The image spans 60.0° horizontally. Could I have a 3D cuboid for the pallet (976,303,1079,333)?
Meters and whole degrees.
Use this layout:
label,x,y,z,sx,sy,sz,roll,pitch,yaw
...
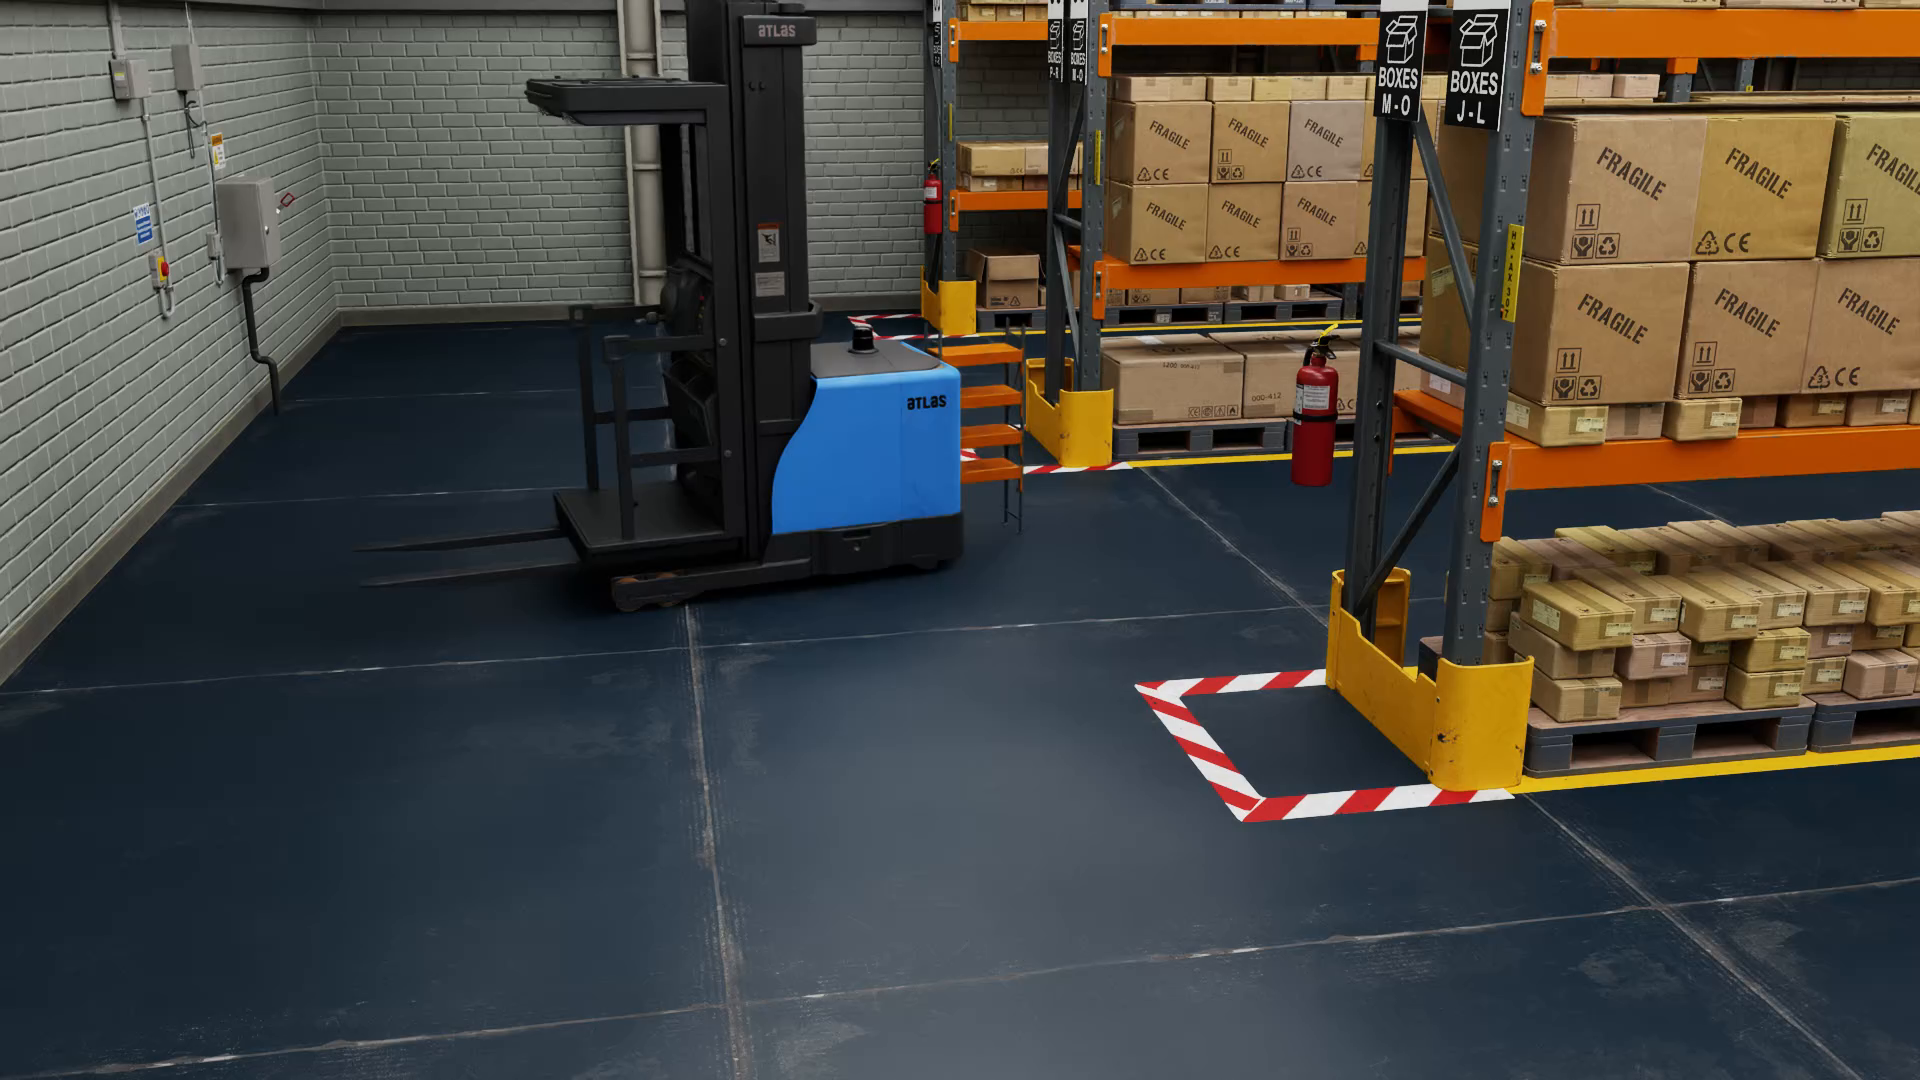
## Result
label,x,y,z,sx,sy,sz,roll,pitch,yaw
pallet,0.665,-2.227,16.204,1.213,0.211,1.003,-3,17,-10

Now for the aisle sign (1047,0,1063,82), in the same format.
label,x,y,z,sx,sy,sz,roll,pitch,yaw
aisle sign,0.624,-3.409,10.873,0.004,0.787,0.394,-3,17,-10

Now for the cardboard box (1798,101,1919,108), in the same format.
label,x,y,z,sx,sy,sz,roll,pitch,yaw
cardboard box,3.718,-1.515,6.754,0.500,0.500,0.500,-4,17,-12

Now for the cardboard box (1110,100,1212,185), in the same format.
label,x,y,z,sx,sy,sz,roll,pitch,yaw
cardboard box,1.278,-2.551,10.635,0.500,0.500,0.500,-4,17,-12

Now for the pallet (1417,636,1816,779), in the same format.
label,x,y,z,sx,sy,sz,roll,pitch,yaw
pallet,2.670,0.634,6.887,1.213,0.211,1.003,-3,17,-10

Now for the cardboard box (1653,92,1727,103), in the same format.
label,x,y,z,sx,sy,sz,roll,pitch,yaw
cardboard box,5.071,-2.926,11.858,0.500,0.500,0.500,-3,17,-9

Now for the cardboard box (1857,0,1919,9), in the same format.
label,x,y,z,sx,sy,sz,roll,pitch,yaw
cardboard box,3.302,-2.033,5.969,0.500,0.250,0.500,-4,17,-12

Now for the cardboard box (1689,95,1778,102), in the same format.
label,x,y,z,sx,sy,sz,roll,pitch,yaw
cardboard box,5.167,-2.771,11.351,0.500,0.500,0.500,-3,17,-10

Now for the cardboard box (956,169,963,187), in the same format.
label,x,y,z,sx,sy,sz,roll,pitch,yaw
cardboard box,0.082,-3.487,15.984,0.250,0.149,0.380,-3,17,-11

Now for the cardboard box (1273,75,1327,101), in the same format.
label,x,y,z,sx,sy,sz,roll,pitch,yaw
cardboard box,2.178,-2.923,10.740,0.250,0.149,0.380,-3,17,-10

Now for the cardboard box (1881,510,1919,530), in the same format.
label,x,y,z,sx,sy,sz,roll,pitch,yaw
cardboard box,4.303,-0.007,7.352,0.250,0.149,0.380,-3,17,-9

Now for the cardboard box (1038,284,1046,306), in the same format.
label,x,y,z,sx,sy,sz,roll,pitch,yaw
cardboard box,0.851,-2.368,16.054,0.250,0.149,0.380,-4,18,-13

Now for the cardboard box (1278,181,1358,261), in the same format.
label,x,y,z,sx,sy,sz,roll,pitch,yaw
cardboard box,2.273,-2.132,10.973,0.500,0.500,0.500,-3,17,-11

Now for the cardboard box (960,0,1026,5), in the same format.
label,x,y,z,sx,sy,sz,roll,pitch,yaw
cardboard box,0.295,-4.962,14.997,0.500,0.250,0.500,-3,17,-11

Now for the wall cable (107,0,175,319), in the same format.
label,x,y,z,sx,sy,sz,roll,pitch,yaw
wall cable,-4.779,-2.260,9.779,0.123,1.953,0.585,-3,17,-10

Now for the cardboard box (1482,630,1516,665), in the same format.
label,x,y,z,sx,sy,sz,roll,pitch,yaw
cardboard box,2.269,0.413,6.997,0.250,0.149,0.380,-3,17,-10

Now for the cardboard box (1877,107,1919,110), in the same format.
label,x,y,z,sx,sy,sz,roll,pitch,yaw
cardboard box,3.791,-1.358,6.243,0.500,0.500,0.500,-4,17,-12

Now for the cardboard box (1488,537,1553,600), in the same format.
label,x,y,z,sx,sy,sz,roll,pitch,yaw
cardboard box,2.263,0.116,6.953,0.250,0.149,0.380,-3,17,-10

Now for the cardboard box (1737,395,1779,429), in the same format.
label,x,y,z,sx,sy,sz,roll,pitch,yaw
cardboard box,2.916,-0.542,6.397,0.250,0.149,0.380,-2,17,-8

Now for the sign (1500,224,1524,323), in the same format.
label,x,y,z,sx,sy,sz,roll,pitch,yaw
sign,1.894,-0.917,5.713,0.005,0.325,0.100,-3,17,-10

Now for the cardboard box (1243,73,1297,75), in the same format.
label,x,y,z,sx,sy,sz,roll,pitch,yaw
cardboard box,2.075,-3.050,11.156,0.250,0.149,0.380,-3,17,-11

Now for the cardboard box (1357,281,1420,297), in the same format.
label,x,y,z,sx,sy,sz,roll,pitch,yaw
cardboard box,4.253,-2.702,16.542,0.500,0.500,0.500,-2,17,-8

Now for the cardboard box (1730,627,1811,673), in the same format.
label,x,y,z,sx,sy,sz,roll,pitch,yaw
cardboard box,3.130,0.384,6.585,0.250,0.149,0.380,-3,17,-9

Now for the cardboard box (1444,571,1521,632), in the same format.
label,x,y,z,sx,sy,sz,roll,pitch,yaw
cardboard box,2.255,0.249,7.026,0.250,0.149,0.380,-4,17,-12

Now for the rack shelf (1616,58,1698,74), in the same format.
label,x,y,z,sx,sy,sz,roll,pitch,yaw
rack shelf,6.644,-3.505,11.730,4.000,0.370,1.077,-3,17,-10

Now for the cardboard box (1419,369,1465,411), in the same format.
label,x,y,z,sx,sy,sz,roll,pitch,yaw
cardboard box,2.058,-0.639,6.711,0.250,0.149,0.380,-3,17,-10

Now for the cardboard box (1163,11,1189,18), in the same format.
label,x,y,z,sx,sy,sz,roll,pitch,yaw
cardboard box,1.932,-4.848,15.308,0.250,0.149,0.380,-3,17,-9

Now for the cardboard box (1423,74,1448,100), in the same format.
label,x,y,z,sx,sy,sz,roll,pitch,yaw
cardboard box,3.171,-2.977,10.919,0.250,0.149,0.380,-4,17,-12

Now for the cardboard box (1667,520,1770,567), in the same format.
label,x,y,z,sx,sy,sz,roll,pitch,yaw
cardboard box,3.270,0.040,7.199,0.250,0.149,0.380,-3,17,-8

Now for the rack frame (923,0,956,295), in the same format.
label,x,y,z,sx,sy,sz,roll,pitch,yaw
rack frame,-0.192,-3.511,15.635,0.127,3.000,1.000,-3,17,-10

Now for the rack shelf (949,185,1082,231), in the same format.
label,x,y,z,sx,sy,sz,roll,pitch,yaw
rack shelf,1.771,-3.279,16.103,4.000,0.370,1.077,-3,17,-10

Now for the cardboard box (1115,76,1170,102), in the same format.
label,x,y,z,sx,sy,sz,roll,pitch,yaw
cardboard box,1.154,-2.856,10.525,0.250,0.149,0.380,-3,17,-9

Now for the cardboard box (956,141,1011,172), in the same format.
label,x,y,z,sx,sy,sz,roll,pitch,yaw
cardboard box,0.209,-3.684,15.946,0.500,0.250,0.500,-3,17,-9

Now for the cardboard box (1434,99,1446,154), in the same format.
label,x,y,z,sx,sy,sz,roll,pitch,yaw
cardboard box,3.272,-2.666,11.011,0.500,0.500,0.500,-3,17,-10

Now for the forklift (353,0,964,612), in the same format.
label,x,y,z,sx,sy,sz,roll,pitch,yaw
forklift,-1.550,-1.224,8.306,3.031,2.935,1.130,-7,18,-21

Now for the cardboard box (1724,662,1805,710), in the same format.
label,x,y,z,sx,sy,sz,roll,pitch,yaw
cardboard box,3.122,0.529,6.620,0.250,0.149,0.380,-3,17,-10

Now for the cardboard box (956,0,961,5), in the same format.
label,x,y,z,sx,sy,sz,roll,pitch,yaw
cardboard box,0.193,-5.119,15.509,0.500,0.250,0.500,-4,17,-11

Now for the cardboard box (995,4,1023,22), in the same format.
label,x,y,z,sx,sy,sz,roll,pitch,yaw
cardboard box,0.417,-4.798,15.143,0.250,0.149,0.380,-3,17,-9

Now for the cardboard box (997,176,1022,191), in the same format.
label,x,y,z,sx,sy,sz,roll,pitch,yaw
cardboard box,0.423,-3.358,15.564,0.250,0.149,0.380,-3,17,-9

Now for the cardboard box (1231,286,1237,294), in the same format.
label,x,y,z,sx,sy,sz,roll,pitch,yaw
cardboard box,2.616,-2.579,16.741,0.250,0.149,0.380,-3,17,-11

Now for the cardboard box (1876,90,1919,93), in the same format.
label,x,y,z,sx,sy,sz,roll,pitch,yaw
cardboard box,7.081,-3.040,12.228,0.500,0.500,0.500,-3,17,-9

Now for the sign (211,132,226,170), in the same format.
label,x,y,z,sx,sy,sz,roll,pitch,yaw
sign,-5.227,-2.741,11.720,0.001,0.242,0.339,-3,17,-10

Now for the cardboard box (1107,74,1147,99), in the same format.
label,x,y,z,sx,sy,sz,roll,pitch,yaw
cardboard box,1.067,-2.994,10.973,0.250,0.149,0.380,-3,17,-10

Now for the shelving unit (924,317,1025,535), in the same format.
label,x,y,z,sx,sy,sz,roll,pitch,yaw
shelving unit,0.079,-0.609,9.250,0.503,1.200,0.258,-7,18,-21

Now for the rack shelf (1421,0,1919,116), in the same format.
label,x,y,z,sx,sy,sz,roll,pitch,yaw
rack shelf,3.755,-1.861,6.377,4.000,0.370,1.077,-3,17,-10

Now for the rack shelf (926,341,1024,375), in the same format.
label,x,y,z,sx,sy,sz,roll,pitch,yaw
rack shelf,0.079,-0.984,9.135,0.480,0.148,0.258,-7,18,-21

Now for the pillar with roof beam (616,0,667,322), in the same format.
label,x,y,z,sx,sy,sz,roll,pitch,yaw
pillar with roof beam,-2.194,-5.248,11.071,0.400,9.000,9.100,-3,17,-10

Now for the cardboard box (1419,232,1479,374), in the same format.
label,x,y,z,sx,sy,sz,roll,pitch,yaw
cardboard box,2.184,-0.948,6.614,0.500,0.500,0.500,-3,17,-9

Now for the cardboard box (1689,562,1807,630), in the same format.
label,x,y,z,sx,sy,sz,roll,pitch,yaw
cardboard box,3.117,0.222,6.606,0.250,0.149,0.380,-4,18,-13

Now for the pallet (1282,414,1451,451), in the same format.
label,x,y,z,sx,sy,sz,roll,pitch,yaw
pallet,2.719,-0.882,11.823,1.213,0.211,1.003,-3,17,-10

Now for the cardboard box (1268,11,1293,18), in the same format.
label,x,y,z,sx,sy,sz,roll,pitch,yaw
cardboard box,2.932,-4.918,15.532,0.250,0.149,0.380,-3,17,-9
